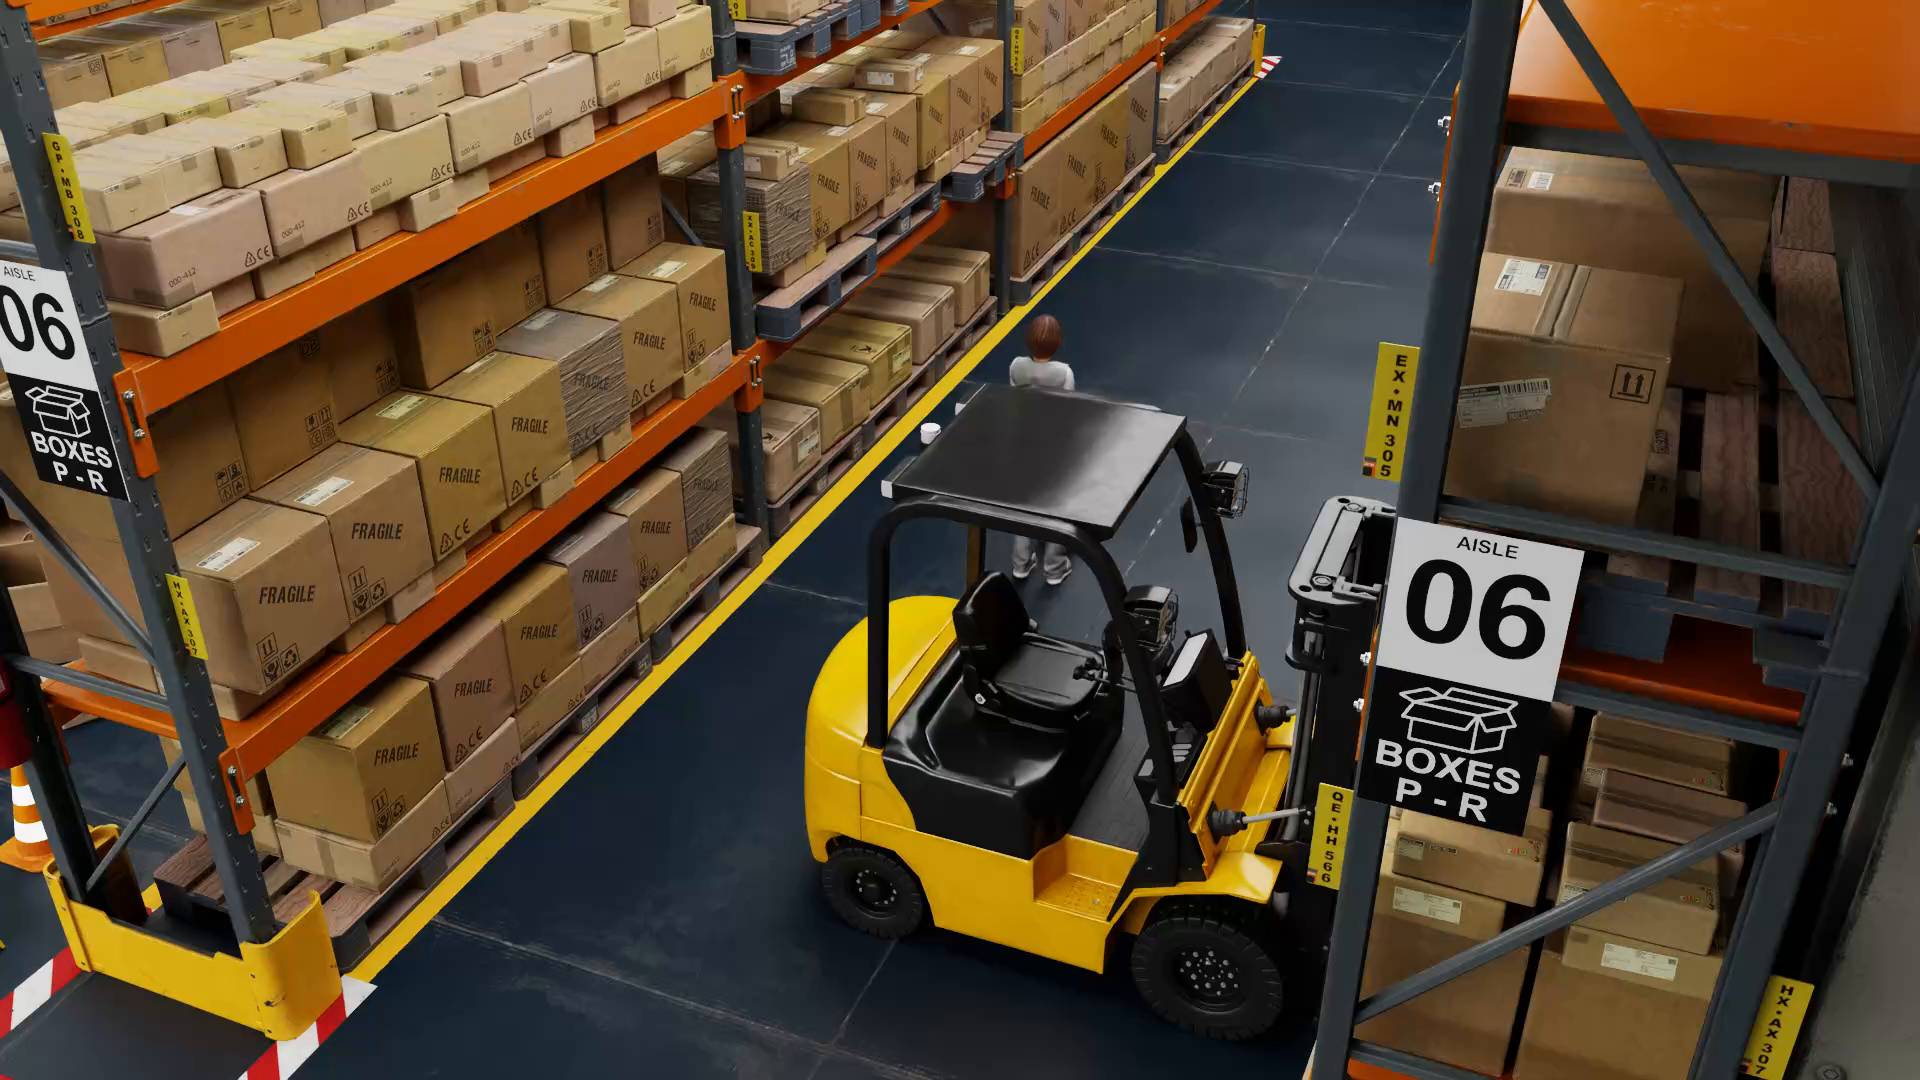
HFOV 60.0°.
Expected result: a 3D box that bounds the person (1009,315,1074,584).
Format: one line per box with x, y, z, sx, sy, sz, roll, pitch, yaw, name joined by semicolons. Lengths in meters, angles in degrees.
0.448;-0.495;9.268;0.407;1.586;0.300;12;32;20;person
